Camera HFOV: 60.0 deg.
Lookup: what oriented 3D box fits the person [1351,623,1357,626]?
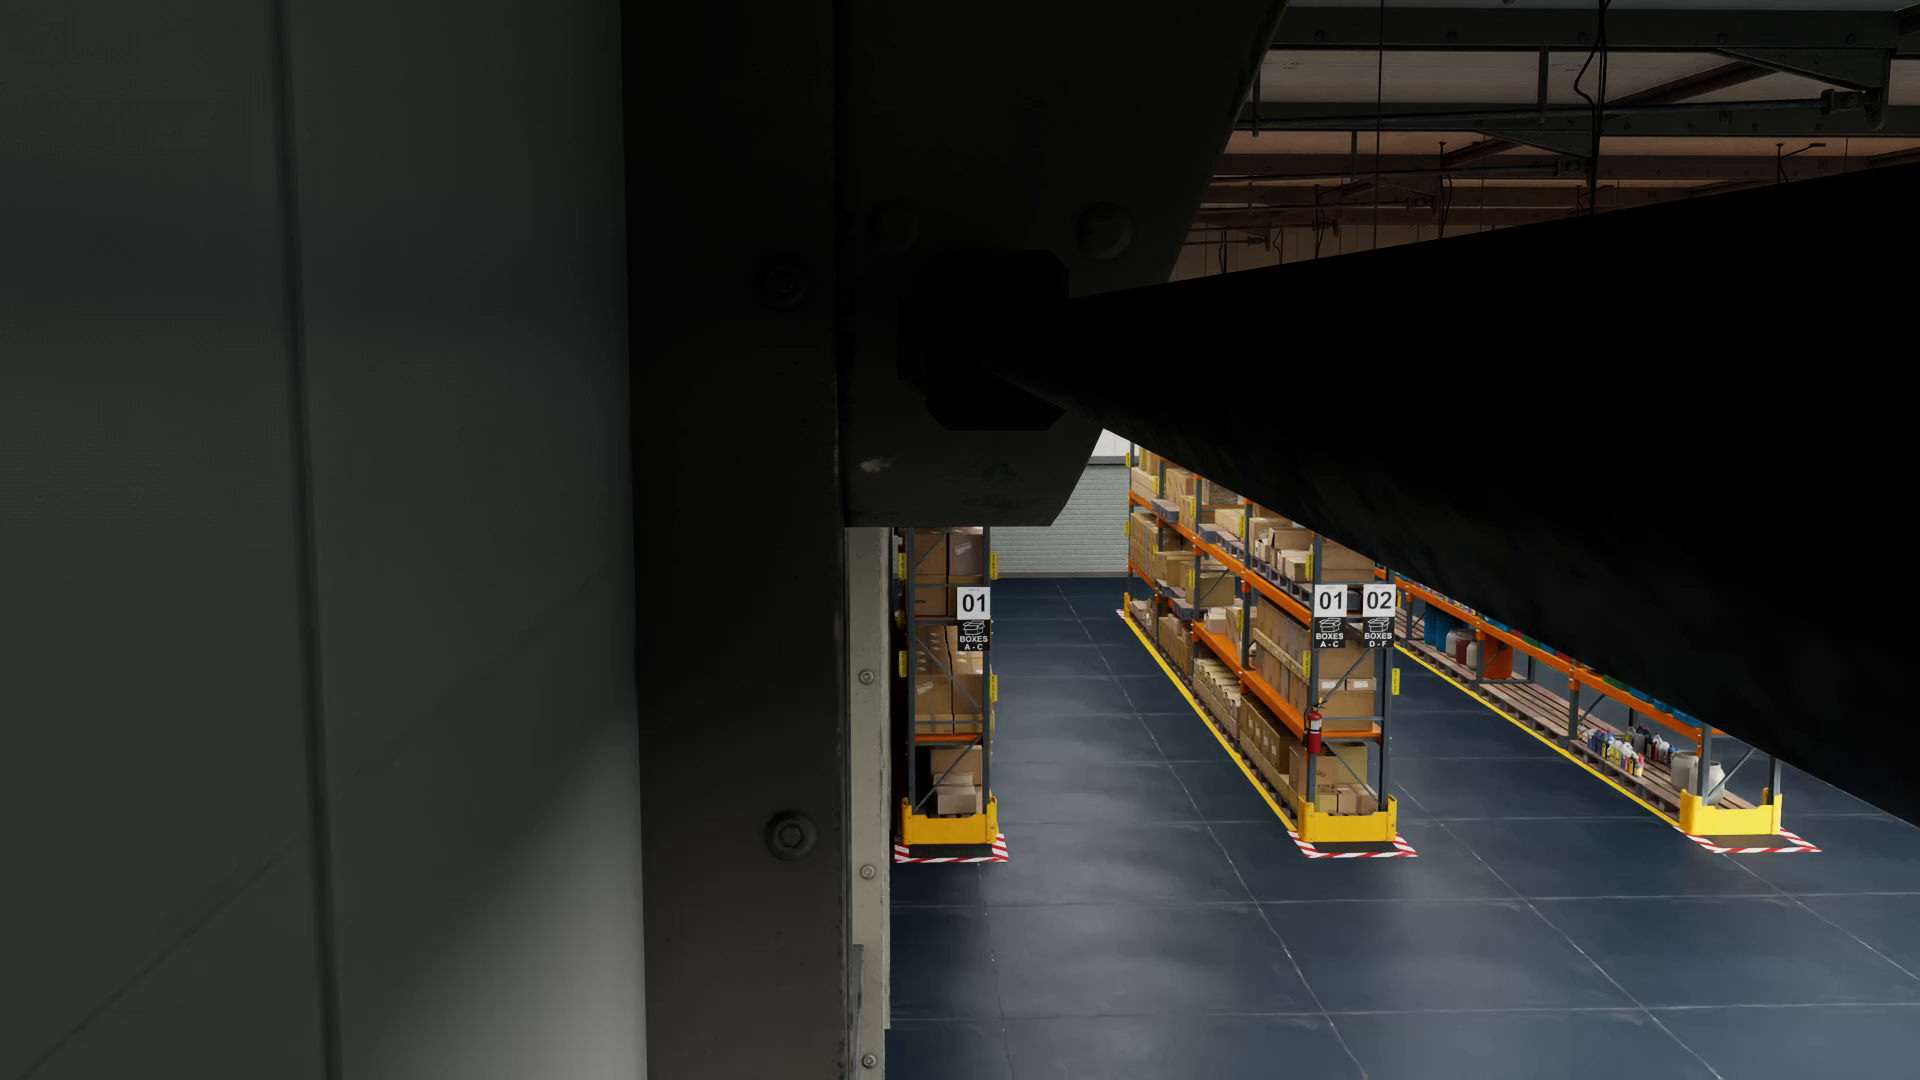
[{"bbox_3d":[6.700,1.871,28.308,0.447,1.553,0.911,0,7,-2],"label":"person"}]
